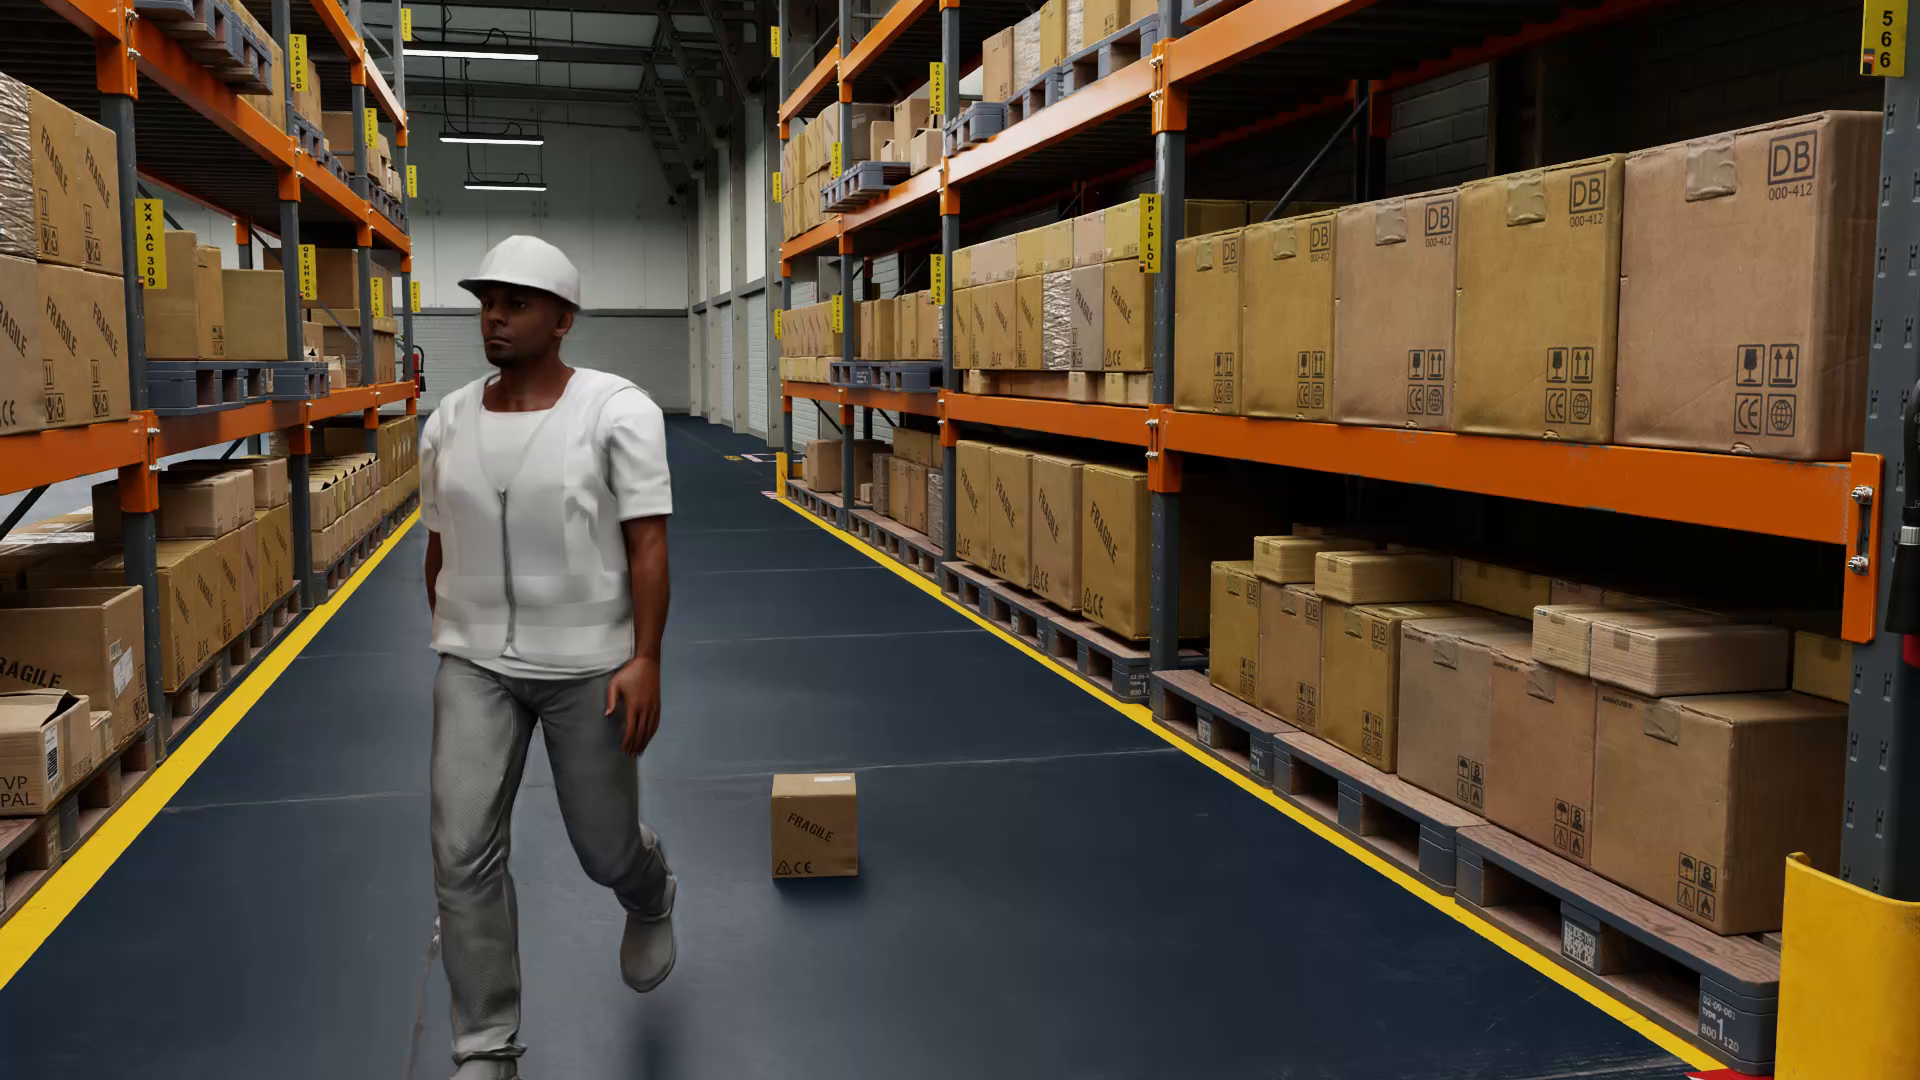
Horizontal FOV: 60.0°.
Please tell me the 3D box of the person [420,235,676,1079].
[{"bbox_3d":[-0.867,0.244,3.483,0.563,1.734,0.916,1,6,5],"label":"person"}]
